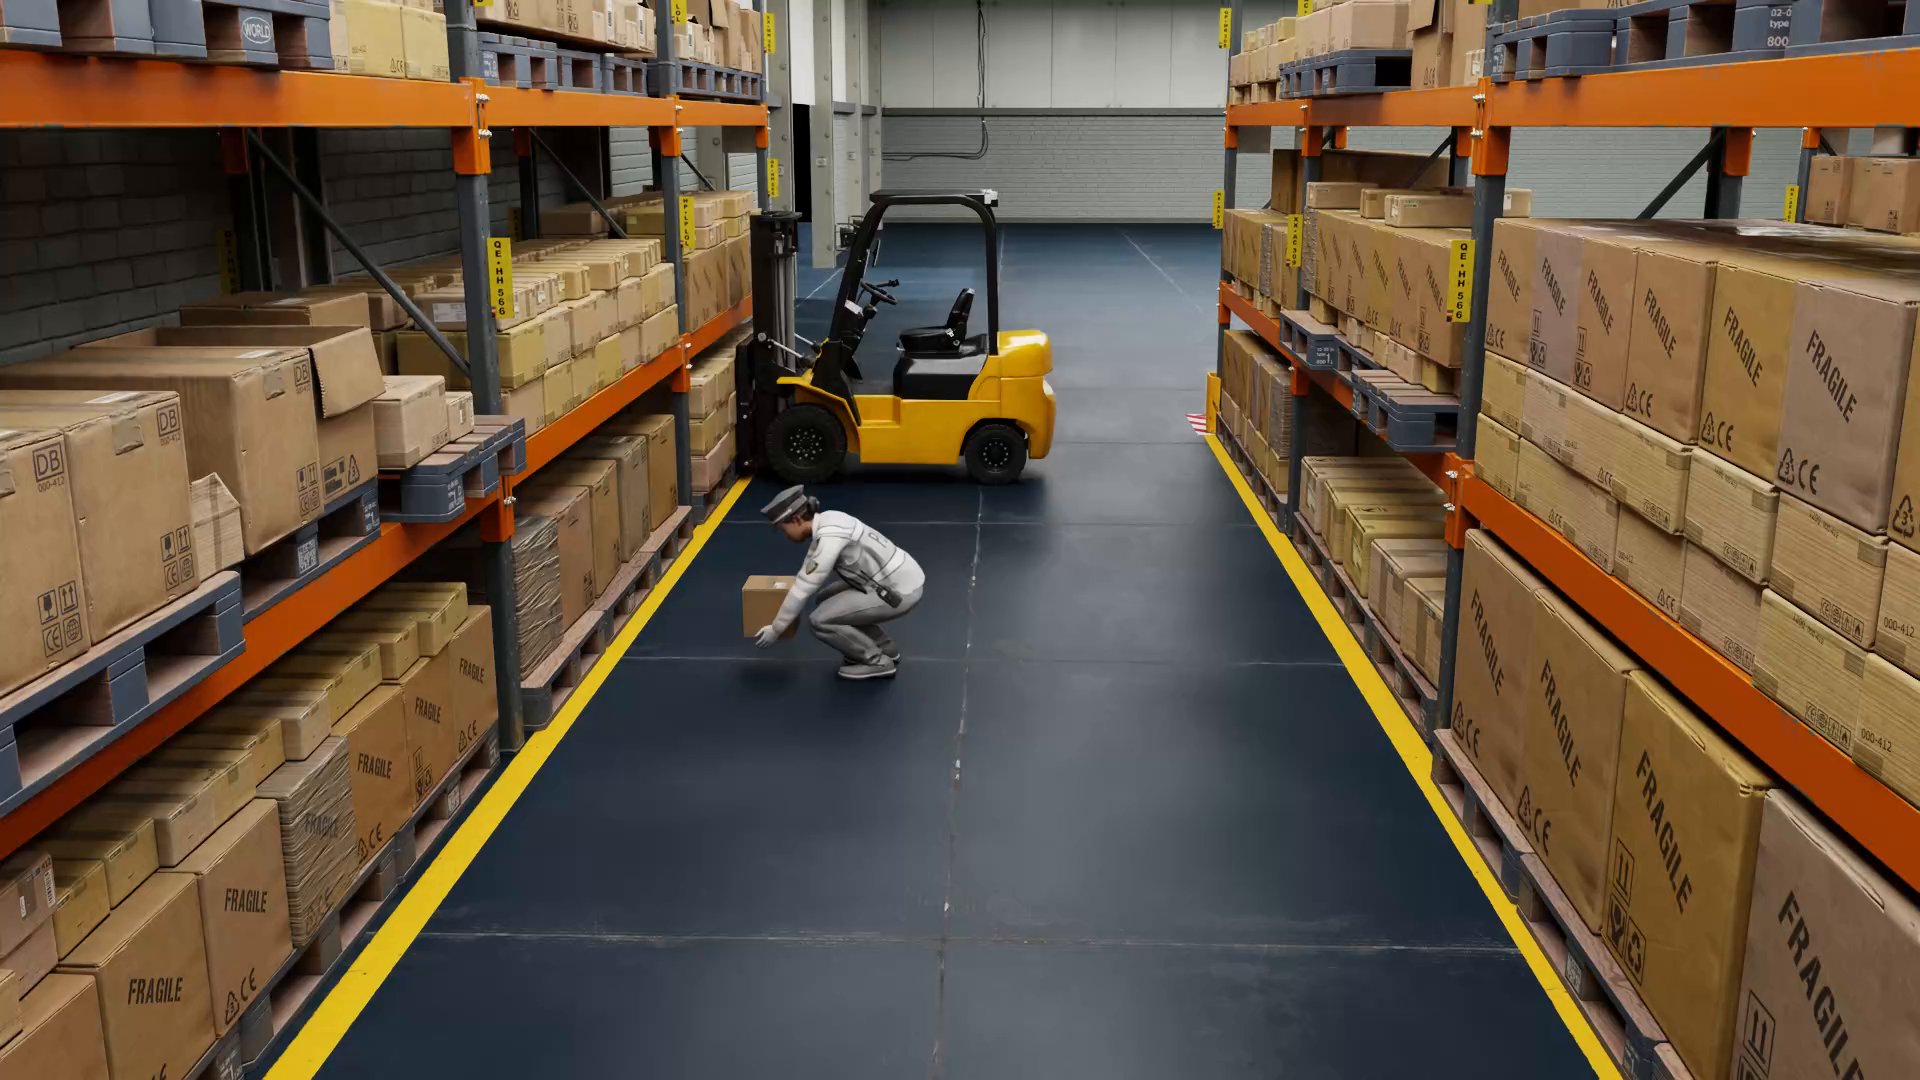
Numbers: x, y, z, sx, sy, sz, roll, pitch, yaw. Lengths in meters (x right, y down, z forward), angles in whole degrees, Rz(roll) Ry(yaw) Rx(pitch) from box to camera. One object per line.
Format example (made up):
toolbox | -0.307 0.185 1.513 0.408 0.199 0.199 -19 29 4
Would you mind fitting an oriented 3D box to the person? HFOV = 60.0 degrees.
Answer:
person | -0.590 0.191 8.208 0.829 0.961 0.495 0 14 2
